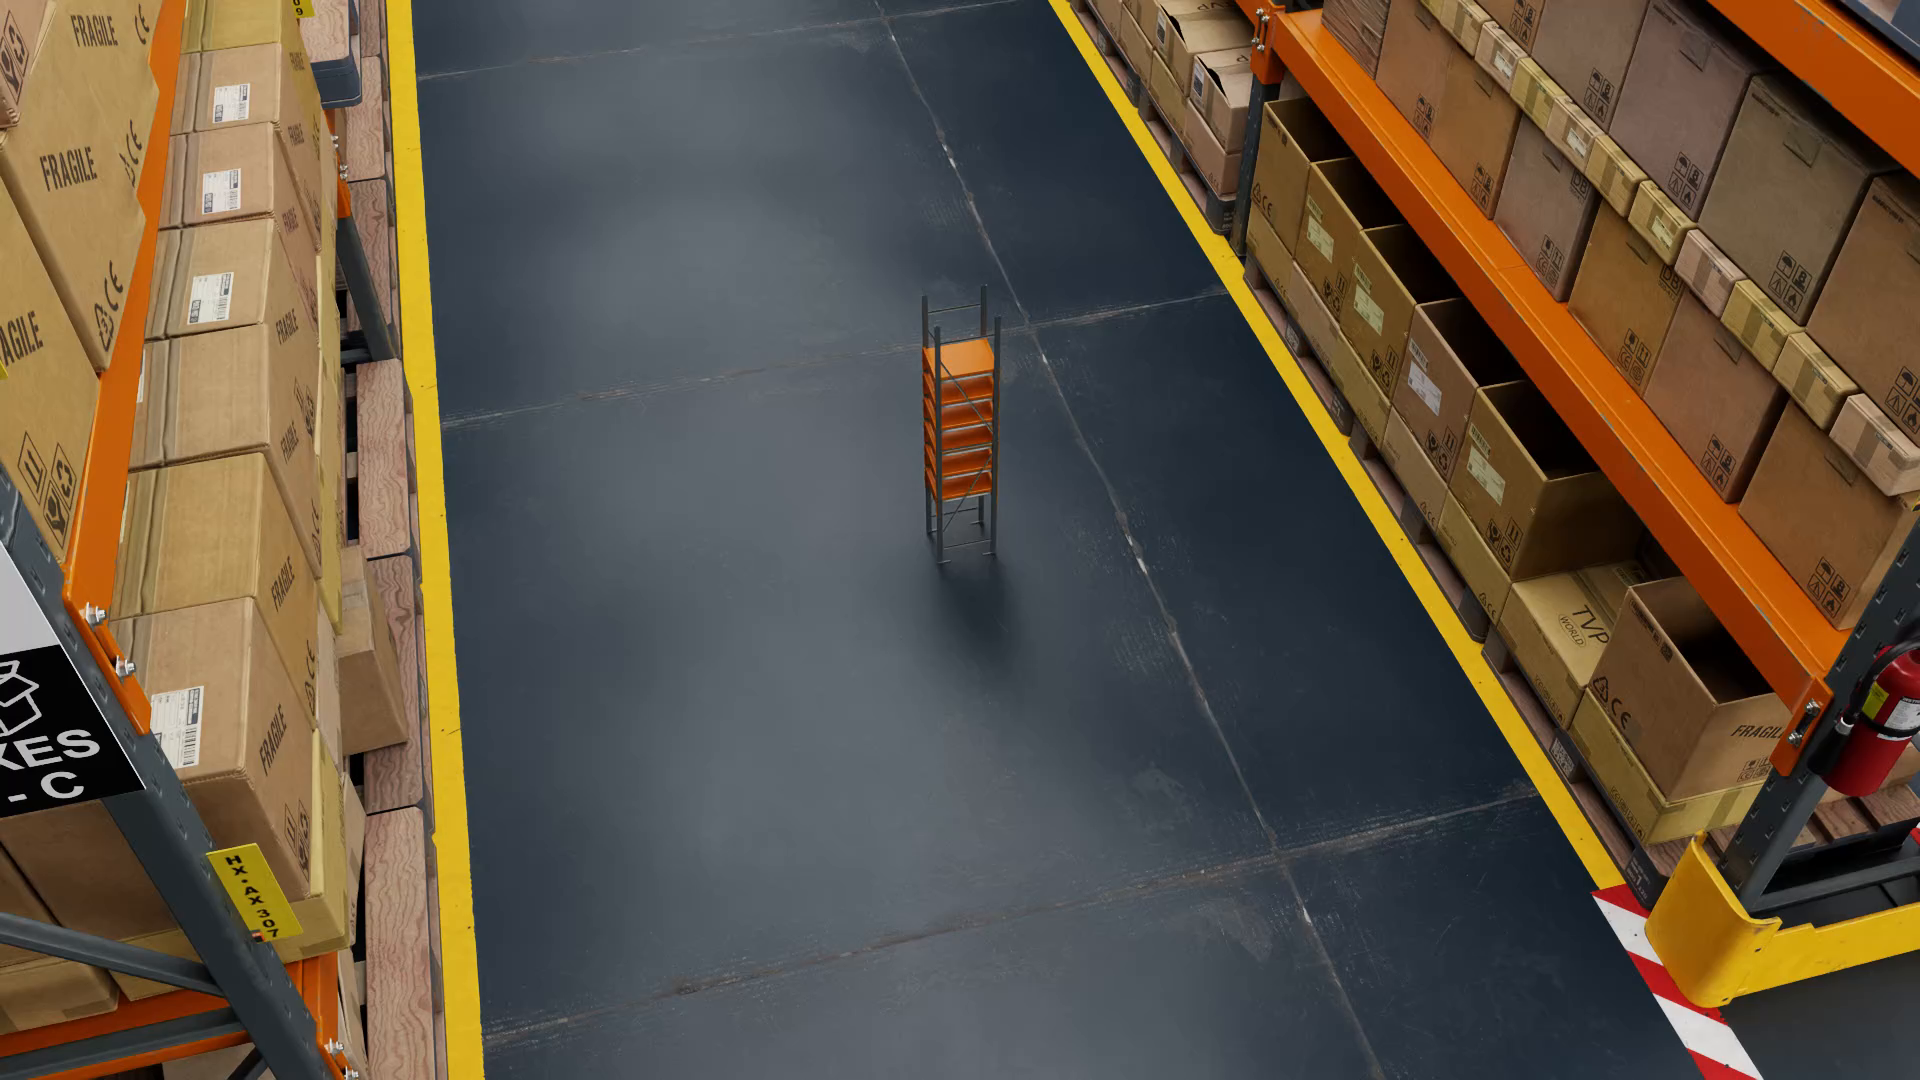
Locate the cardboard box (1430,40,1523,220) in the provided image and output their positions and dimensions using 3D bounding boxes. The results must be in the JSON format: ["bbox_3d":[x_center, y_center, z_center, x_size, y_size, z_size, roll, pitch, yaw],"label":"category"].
[{"bbox_3d":[2.207,-1.573,6.122,0.700,0.500,0.500,-10,46,-10],"label":"cardboard box"}]

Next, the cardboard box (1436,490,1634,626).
[{"bbox_3d":[2.153,0.019,6.262,0.500,0.250,0.500,-11,47,-10],"label":"cardboard box"}]

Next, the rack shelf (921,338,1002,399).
[{"bbox_3d":[0.004,-0.631,6.086,0.258,0.103,0.180,-11,47,-10],"label":"rack shelf"}]

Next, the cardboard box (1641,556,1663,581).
[{"bbox_3d":[2.791,0.268,6.018,0.500,0.250,0.500,-11,47,-10],"label":"cardboard box"}]

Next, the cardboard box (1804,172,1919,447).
[{"bbox_3d":[2.724,-0.642,4.301,0.700,0.500,0.500,-11,47,-10],"label":"cardboard box"}]

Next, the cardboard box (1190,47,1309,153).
[{"bbox_3d":[1.440,-2.162,8.007,0.500,0.311,0.500,-11,47,-10],"label":"cardboard box"}]

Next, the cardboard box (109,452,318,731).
[{"bbox_3d":[-1.891,0.172,4.047,0.500,0.500,0.500,-11,47,-10],"label":"cardboard box"}]

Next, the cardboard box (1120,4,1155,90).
[{"bbox_3d":[1.175,-2.674,8.902,0.500,0.250,0.500,-10,46,-9],"label":"cardboard box"}]

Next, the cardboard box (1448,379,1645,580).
[{"bbox_3d":[2.150,-0.243,5.994,0.500,0.500,0.500,-11,47,-10],"label":"cardboard box"}]

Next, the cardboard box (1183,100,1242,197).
[{"bbox_3d":[1.435,-1.971,8.213,0.500,0.250,0.500,-11,47,-11],"label":"cardboard box"}]

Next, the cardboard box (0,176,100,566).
[{"bbox_3d":[-1.787,-0.252,2.713,0.500,0.500,0.500,-10,46,-9],"label":"cardboard box"}]

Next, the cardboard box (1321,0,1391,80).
[{"bbox_3d":[1.941,-2.283,6.817,0.700,0.500,0.500,-12,47,-11],"label":"cardboard box"}]

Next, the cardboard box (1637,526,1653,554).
[{"bbox_3d":[2.653,-0.338,6.087,0.500,0.500,0.500,-11,47,-10],"label":"cardboard box"}]

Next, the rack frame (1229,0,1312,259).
[{"bbox_3d":[1.821,-2.554,7.152,1.000,3.000,0.127,-11,47,-10],"label":"rack frame"}]

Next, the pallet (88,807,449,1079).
[{"bbox_3d":[-2.136,1.473,5.159,1.003,0.211,1.213,-11,47,-10],"label":"pallet"}]

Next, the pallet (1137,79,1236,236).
[{"bbox_3d":[1.595,-2.079,8.640,1.003,0.211,1.213,-11,47,-10],"label":"pallet"}]

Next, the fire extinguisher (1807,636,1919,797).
[{"bbox_3d":[2.426,0.402,4.310,0.296,0.674,0.183,-11,47,-10],"label":"fire extinguisher"}]

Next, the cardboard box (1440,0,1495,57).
[{"bbox_3d":[1.965,-1.890,5.977,0.380,0.149,0.250,-12,47,-12],"label":"cardboard box"}]

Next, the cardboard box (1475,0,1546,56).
[{"bbox_3d":[2.199,-2.043,5.674,0.700,0.500,0.500,-11,47,-10],"label":"cardboard box"}]

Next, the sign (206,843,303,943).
[{"bbox_3d":[-1.418,0.714,3.344,0.100,0.325,0.005,-11,47,-10],"label":"sign"}]

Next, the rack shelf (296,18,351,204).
[{"bbox_3d":[-3.479,-2.774,7.872,1.077,0.370,4.000,-11,47,-10],"label":"rack shelf"}]

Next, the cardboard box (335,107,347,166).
[{"bbox_3d":[-3.443,-2.137,8.186,0.700,0.500,0.500,-10,46,-10],"label":"cardboard box"}]

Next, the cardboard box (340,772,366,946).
[{"bbox_3d":[-2.179,1.016,5.229,0.500,0.311,0.500,-7,46,-7],"label":"cardboard box"}]

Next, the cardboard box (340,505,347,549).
[{"bbox_3d":[-2.662,-0.215,6.303,0.500,0.500,0.500,-14,47,-13],"label":"cardboard box"}]

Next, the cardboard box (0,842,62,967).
[{"bbox_3d":[-2.269,0.613,3.615,0.500,0.500,0.500,-11,47,-11],"label":"cardboard box"}]

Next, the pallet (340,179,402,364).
[{"bbox_3d":[-3.167,-1.206,7.785,1.003,0.211,1.213,-11,47,-10],"label":"pallet"}]

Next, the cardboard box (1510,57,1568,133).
[{"bbox_3d":[2.103,-1.526,5.621,0.380,0.149,0.250,-11,47,-11],"label":"cardboard box"}]

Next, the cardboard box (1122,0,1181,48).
[{"bbox_3d":[1.176,-2.865,8.696,0.500,0.311,0.500,-11,47,-10],"label":"cardboard box"}]

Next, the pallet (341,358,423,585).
[{"bbox_3d":[-2.760,-0.212,6.810,1.003,0.211,1.213,-11,47,-10],"label":"pallet"}]

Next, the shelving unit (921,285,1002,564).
[{"bbox_3d":[0.004,-0.410,6.312,0.258,1.200,0.189,-11,47,-10],"label":"shelving unit"}]

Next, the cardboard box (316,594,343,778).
[{"bbox_3d":[-1.907,0.411,4.338,0.500,0.250,0.500,-12,47,-12],"label":"cardboard box"}]

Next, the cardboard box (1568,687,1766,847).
[{"bbox_3d":[2.422,0.707,5.588,0.500,0.250,0.500,-11,47,-10],"label":"cardboard box"}]

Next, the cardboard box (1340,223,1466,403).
[{"bbox_3d":[1.893,-0.933,6.670,0.500,0.500,0.500,-11,47,-10],"label":"cardboard box"}]

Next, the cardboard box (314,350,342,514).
[{"bbox_3d":[-2.159,-0.291,5.026,0.500,0.250,0.500,-10,46,-10],"label":"cardboard box"}]

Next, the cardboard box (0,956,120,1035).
[{"bbox_3d":[-2.250,0.875,3.884,0.500,0.250,0.500,-10,46,-10],"label":"cardboard box"}]

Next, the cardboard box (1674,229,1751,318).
[{"bbox_3d":[2.367,-0.814,4.923,0.380,0.149,0.250,-10,46,-10],"label":"cardboard box"}]

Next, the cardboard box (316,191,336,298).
[{"bbox_3d":[-2.433,-0.983,5.704,0.500,0.250,0.500,-11,47,-10],"label":"cardboard box"}]

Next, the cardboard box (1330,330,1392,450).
[{"bbox_3d":[1.893,-0.670,6.938,0.500,0.250,0.500,-11,47,-10],"label":"cardboard box"}]

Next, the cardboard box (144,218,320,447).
[{"bbox_3d":[-2.161,-0.540,4.745,0.500,0.500,0.500,-9,46,-9],"label":"cardboard box"}]

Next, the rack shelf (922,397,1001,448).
[{"bbox_3d":[0.004,-0.463,6.258,0.258,0.103,0.180,-11,47,-10],"label":"rack shelf"}]

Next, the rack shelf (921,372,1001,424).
[{"bbox_3d":[0.004,-0.547,6.172,0.258,0.103,0.180,-11,47,-10],"label":"rack shelf"}]

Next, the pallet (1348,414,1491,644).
[{"bbox_3d":[2.300,-0.177,6.776,1.003,0.211,1.213,-11,47,-10],"label":"pallet"}]

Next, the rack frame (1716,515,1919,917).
[{"bbox_3d":[2.845,0.208,4.446,1.000,3.000,0.127,-11,47,-10],"label":"rack frame"}]

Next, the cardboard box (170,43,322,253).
[{"bbox_3d":[-2.413,-1.249,5.440,0.500,0.500,0.500,-11,47,-11],"label":"cardboard box"}]

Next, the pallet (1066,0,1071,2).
[{"bbox_3d":[0.970,-3.764,10.291,1.003,0.211,1.213,-11,47,-10],"label":"pallet"}]

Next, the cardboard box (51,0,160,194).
[{"bbox_3d":[-2.026,-0.987,3.433,0.500,0.500,0.500,-9,46,-8],"label":"cardboard box"}]

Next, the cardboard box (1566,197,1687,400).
[{"bbox_3d":[2.477,-0.857,5.420,0.700,0.500,0.500,-10,46,-10],"label":"cardboard box"}]

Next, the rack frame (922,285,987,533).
[{"bbox_3d":[-0.020,-0.473,6.374,0.240,1.200,0.006,-11,47,-10],"label":"rack frame"}]

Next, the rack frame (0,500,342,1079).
[{"bbox_3d":[-1.943,1.116,3.556,1.000,3.000,0.127,-11,47,-10],"label":"rack frame"}]

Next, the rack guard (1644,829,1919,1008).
[{"bbox_3d":[2.851,1.100,5.322,1.175,0.500,0.348,-11,47,-10],"label":"rack guard"}]

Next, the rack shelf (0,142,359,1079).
[{"bbox_3d":[-2.455,-0.013,5.166,1.077,0.370,4.000,-11,47,-10],"label":"rack shelf"}]

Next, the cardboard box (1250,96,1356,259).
[{"bbox_3d":[1.637,-1.623,7.347,0.500,0.500,0.500,-11,47,-10],"label":"cardboard box"}]

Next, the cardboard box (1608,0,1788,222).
[{"bbox_3d":[2.455,-1.352,4.997,0.700,0.500,0.500,-11,47,-10],"label":"cardboard box"}]

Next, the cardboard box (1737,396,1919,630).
[{"bbox_3d":[2.738,-0.152,4.728,0.700,0.500,0.500,-11,47,-10],"label":"cardboard box"}]

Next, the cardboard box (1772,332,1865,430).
[{"bbox_3d":[2.495,-0.463,4.580,0.380,0.149,0.250,-10,46,-9],"label":"cardboard box"}]

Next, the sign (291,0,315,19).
[{"bbox_3d":[-2.444,-2.053,6.055,0.100,0.325,0.005,-11,47,-10],"label":"sign"}]

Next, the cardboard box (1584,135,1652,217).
[{"bbox_3d":[2.230,-1.177,5.279,0.380,0.149,0.250,-10,46,-9],"label":"cardboard box"}]

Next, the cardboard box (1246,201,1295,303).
[{"bbox_3d":[1.647,-1.363,7.616,0.500,0.250,0.500,-11,47,-10],"label":"cardboard box"}]
